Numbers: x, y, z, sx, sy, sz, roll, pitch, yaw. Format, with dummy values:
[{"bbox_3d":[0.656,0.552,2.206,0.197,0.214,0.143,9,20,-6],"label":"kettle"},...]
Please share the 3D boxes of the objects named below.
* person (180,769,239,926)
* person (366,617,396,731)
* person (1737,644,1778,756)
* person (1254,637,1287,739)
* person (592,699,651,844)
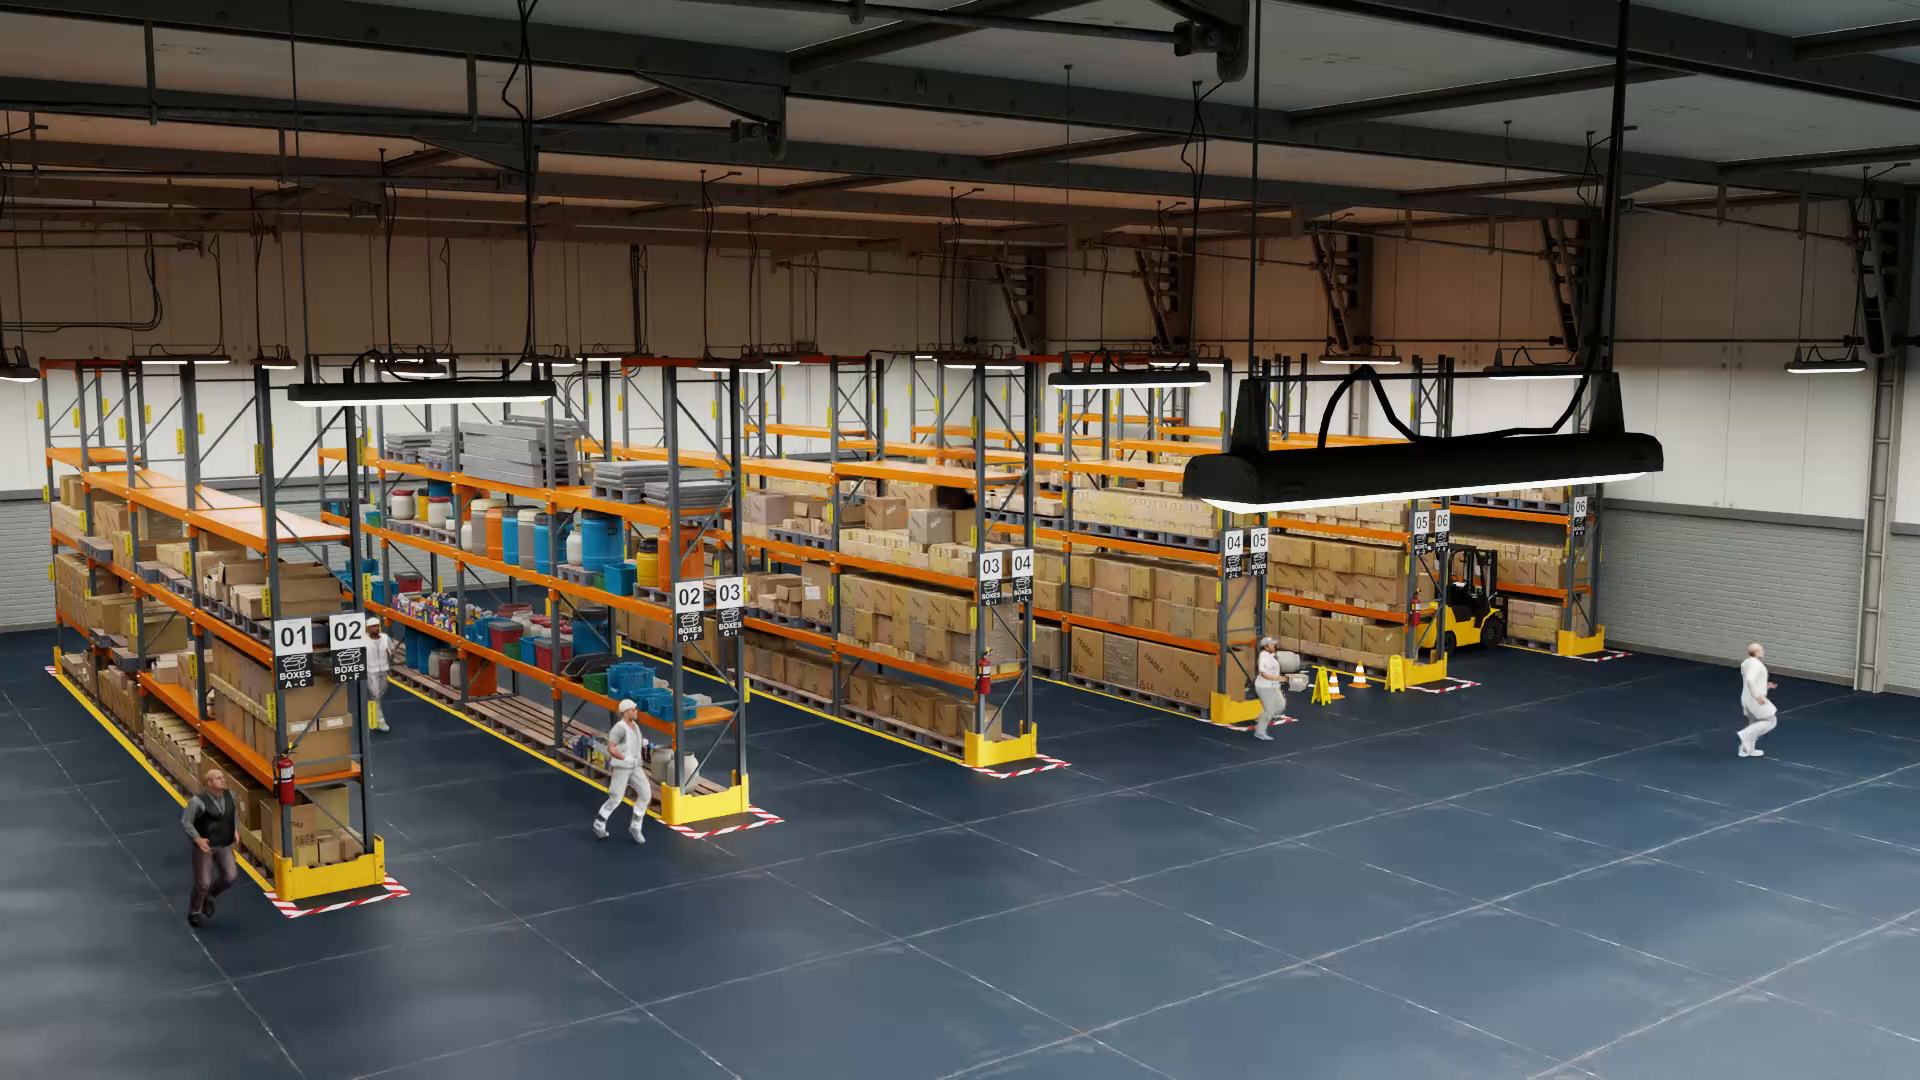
[{"bbox_3d":[-8.105,3.336,18.151,0.531,1.662,0.711,5,9,38],"label":"person"},{"bbox_3d":[-9.552,2.157,27.197,0.959,1.793,0.675,6,9,43],"label":"person"},{"bbox_3d":[12.133,2.439,25.295,0.618,1.738,0.713,0,7,3],"label":"person"},{"bbox_3d":[4.960,2.365,26.474,0.530,1.659,0.665,2,7,19],"label":"person"},{"bbox_3d":[-4.254,2.928,21.187,0.707,1.796,0.722,3,8,24],"label":"person"}]
